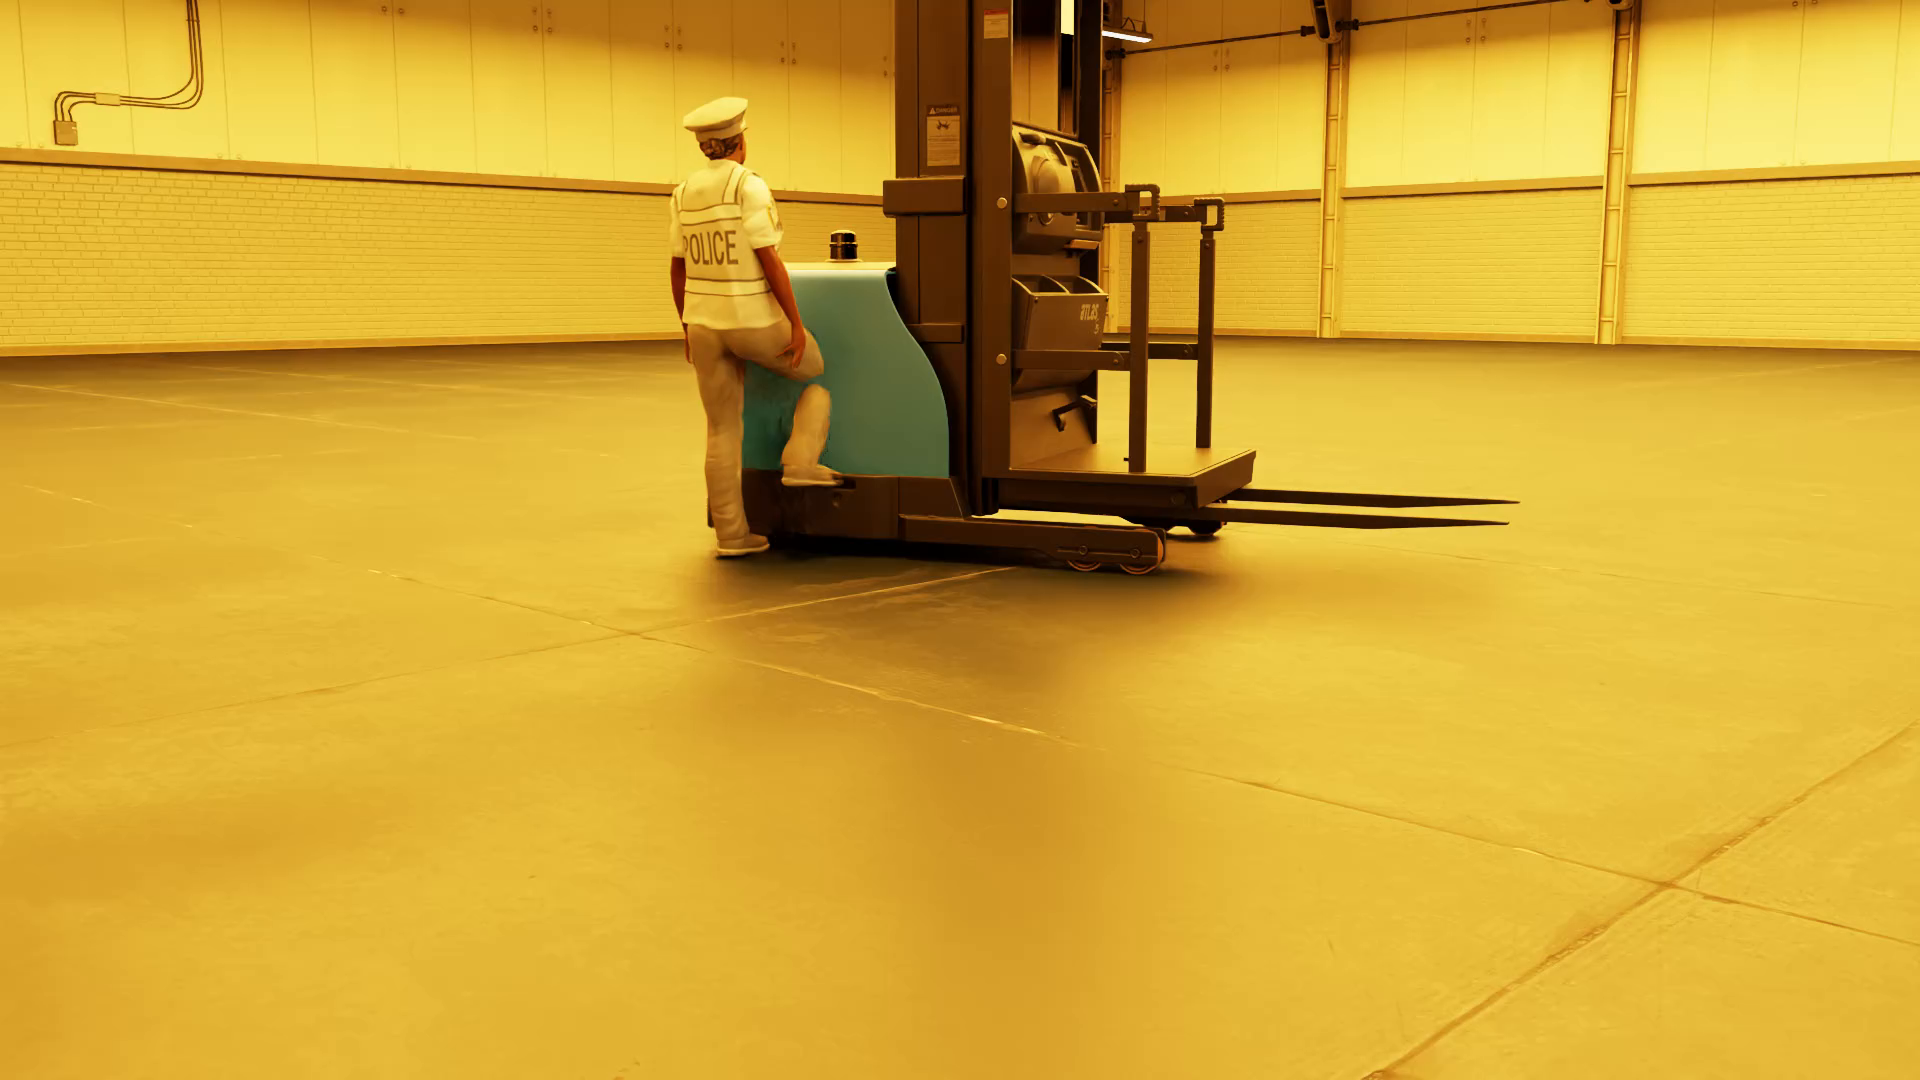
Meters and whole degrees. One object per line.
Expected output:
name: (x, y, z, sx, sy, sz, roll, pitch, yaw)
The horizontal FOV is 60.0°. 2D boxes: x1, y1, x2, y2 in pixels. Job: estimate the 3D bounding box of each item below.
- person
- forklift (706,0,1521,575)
person: (-0.763, -0.787, 6.237, 0.566, 1.697, 0.587, 5, 10, 29)
forklift: (0.565, -1.416, 6.275, 3.031, 2.935, 1.130, 3, 9, 22)
